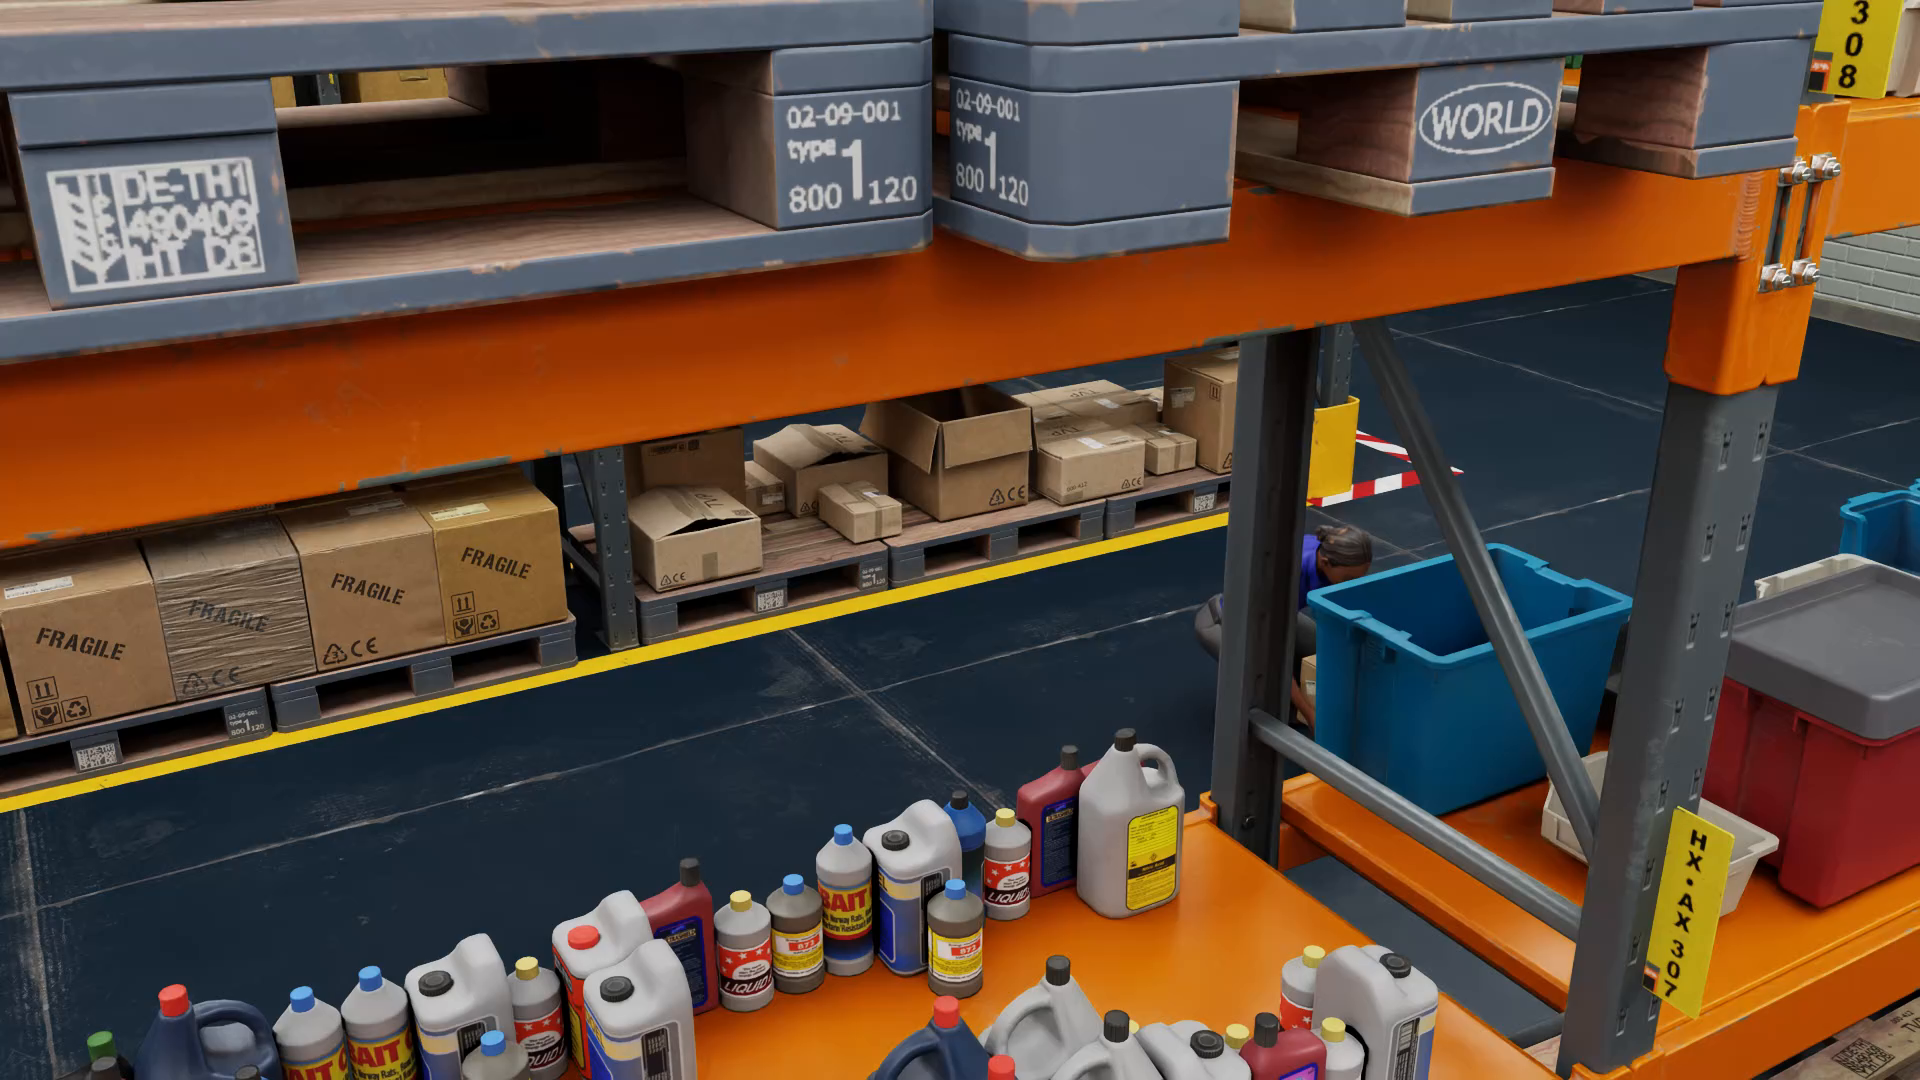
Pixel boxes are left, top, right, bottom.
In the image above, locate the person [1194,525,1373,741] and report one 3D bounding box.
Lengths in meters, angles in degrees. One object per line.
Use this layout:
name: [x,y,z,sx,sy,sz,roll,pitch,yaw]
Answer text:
person: [1.249,0.334,6.258,0.491,0.934,0.826,-13,25,-29]
